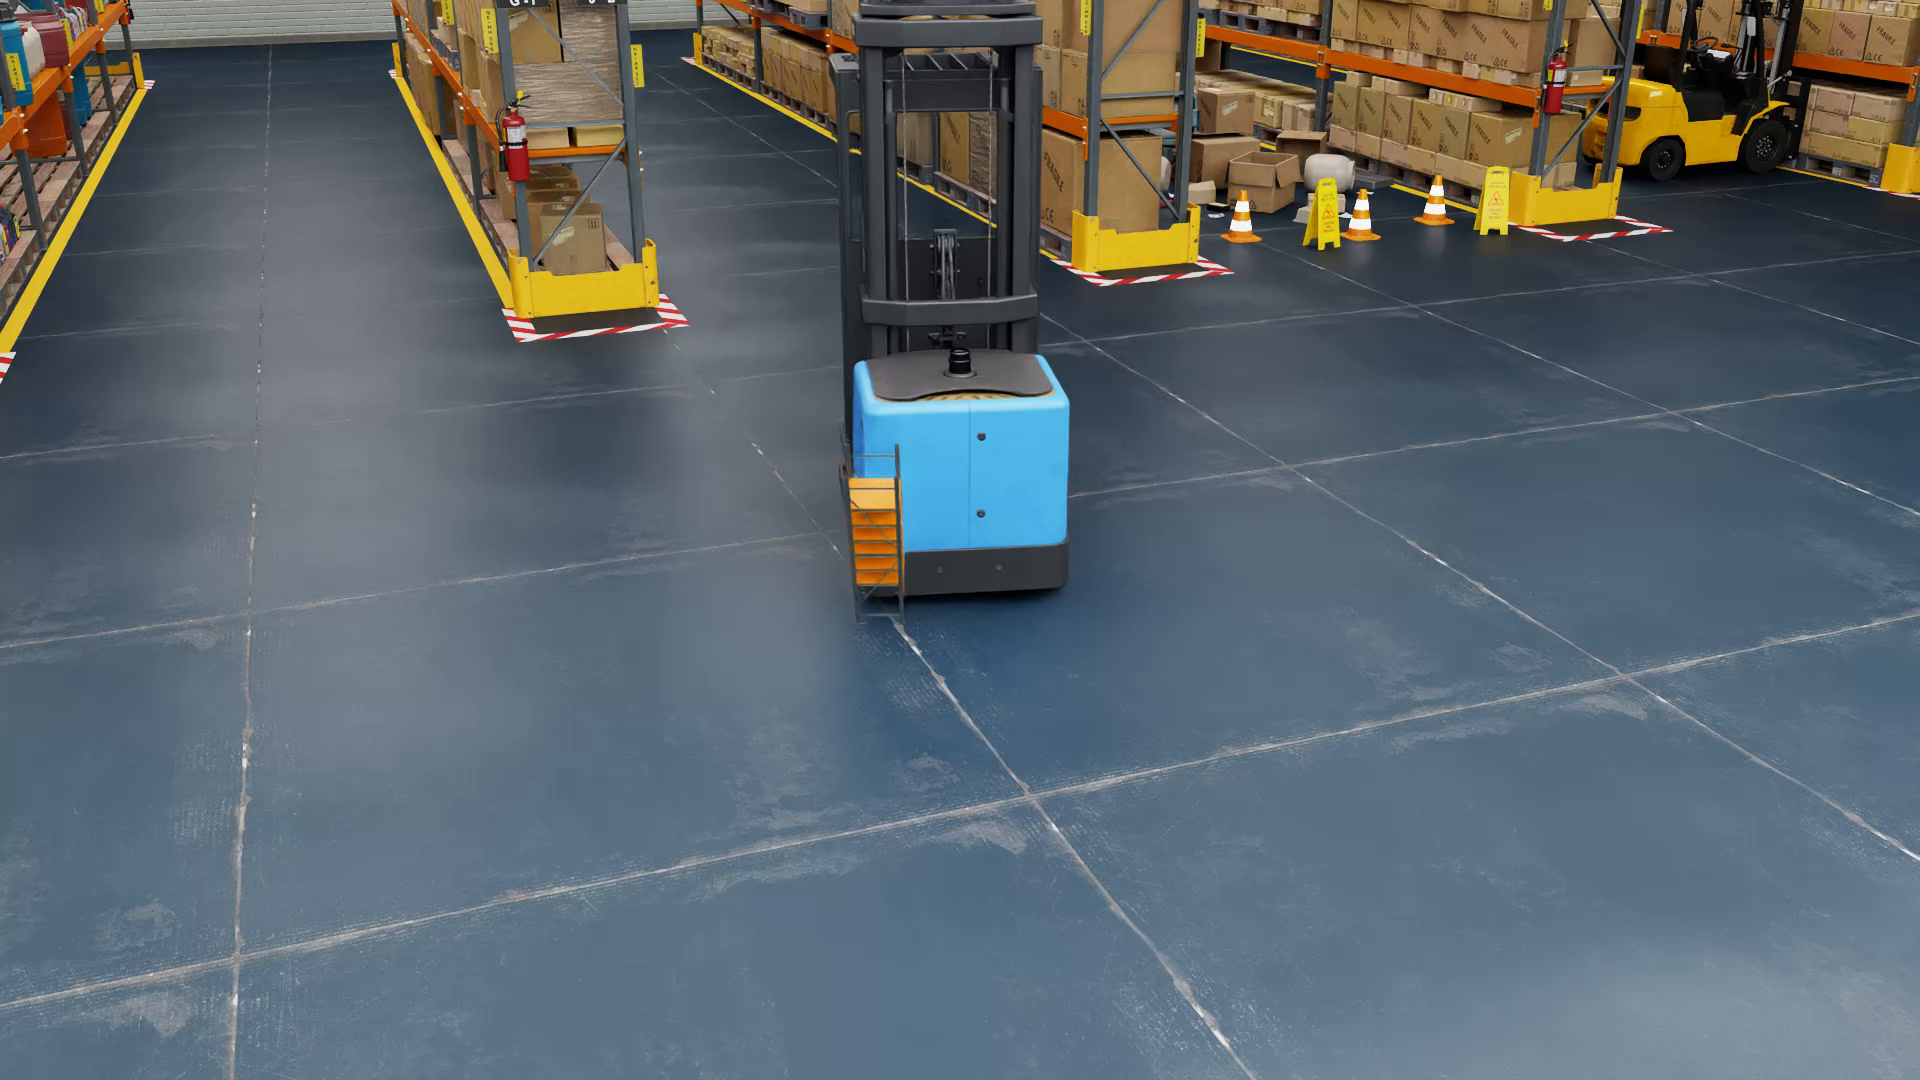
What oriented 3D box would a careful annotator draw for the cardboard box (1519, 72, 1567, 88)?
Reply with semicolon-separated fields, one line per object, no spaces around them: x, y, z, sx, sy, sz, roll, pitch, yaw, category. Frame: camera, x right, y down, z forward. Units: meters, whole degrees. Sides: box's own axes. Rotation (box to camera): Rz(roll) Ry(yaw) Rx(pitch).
5.861;-4.642;16.726;0.380;0.149;0.250;-8;24;-17;cardboard box

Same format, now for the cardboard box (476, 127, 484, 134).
-4.838;-4.198;18.001;0.700;0.500;0.500;-8;24;-19;cardboard box

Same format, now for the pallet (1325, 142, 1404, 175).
5.051;-4.581;19.847;1.003;0.211;1.213;-8;24;-19;pallet

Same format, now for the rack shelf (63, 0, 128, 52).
-12.657;-7.368;23.795;1.077;0.370;4.000;-8;24;-19;rack shelf

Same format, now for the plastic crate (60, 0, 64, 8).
-13.119;-7.763;23.945;0.416;0.233;0.300;-8;24;-19;plastic crate

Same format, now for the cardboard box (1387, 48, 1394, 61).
5.030;-5.467;18.682;0.380;0.149;0.250;-8;24;-19;cardboard box

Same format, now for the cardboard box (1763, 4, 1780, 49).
9.872;-6.080;19.685;0.500;0.500;0.500;-8;24;-19;cardboard box

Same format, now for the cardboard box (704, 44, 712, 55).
-4.168;-8.395;28.436;0.380;0.149;0.250;-8;24;-18;cardboard box

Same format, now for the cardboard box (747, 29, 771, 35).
-3.352;-8.467;27.841;0.380;0.149;0.250;-9;25;-21;cardboard box

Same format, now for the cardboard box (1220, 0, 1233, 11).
3.666;-7.100;22.016;0.380;0.149;0.250;-7;24;-16;cardboard box

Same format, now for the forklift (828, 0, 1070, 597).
-0.140;-1.601;9.274;1.130;2.935;3.031;-3;23;-7;forklift

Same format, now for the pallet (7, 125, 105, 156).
-11.282;-4.958;20.741;1.003;0.211;1.213;-8;24;-19;pallet

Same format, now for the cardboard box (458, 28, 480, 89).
-4.246;-4.570;15.719;0.875;0.500;0.500;-8;24;-19;cardboard box

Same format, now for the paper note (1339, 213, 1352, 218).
3.997;-3.354;17.168;0.148;0.019;0.142;-18;29;-37;paper note

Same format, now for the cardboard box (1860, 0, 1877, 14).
10.299;-5.958;18.560;0.380;0.149;0.250;-8;24;-18;cardboard box

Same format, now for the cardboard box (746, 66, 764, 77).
-3.098;-7.272;25.770;0.380;0.149;0.250;-8;24;-18;cardboard box

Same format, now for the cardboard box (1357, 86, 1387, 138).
4.936;-4.933;19.125;0.500;0.500;0.500;-7;24;-17;cardboard box

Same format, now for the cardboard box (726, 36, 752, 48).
-3.540;-8.007;26.750;0.380;0.149;0.250;-9;25;-21;cardboard box

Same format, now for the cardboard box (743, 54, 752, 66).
-3.157;-7.480;25.883;0.380;0.149;0.250;-10;25;-22;cardboard box

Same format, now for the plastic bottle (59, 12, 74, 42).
-10.930;-6.261;20.305;0.144;0.351;0.185;-8;24;-19;plastic bottle

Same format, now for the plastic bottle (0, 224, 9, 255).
-8.445;-2.666;14.558;0.144;0.351;0.185;-8;24;-19;plastic bottle

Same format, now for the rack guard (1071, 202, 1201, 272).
1.607;-2.775;15.191;1.175;0.500;0.348;-8;24;-19;rack guard

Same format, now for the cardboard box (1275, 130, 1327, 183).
3.886;-4.378;18.991;0.500;0.500;0.500;8;24;18;cardboard box

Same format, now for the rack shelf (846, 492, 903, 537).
-0.392;-0.117;7.657;0.258;0.103;0.180;0;55;-1;rack shelf

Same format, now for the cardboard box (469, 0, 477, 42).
-4.028;-4.648;14.616;0.500;0.500;0.500;-8;24;-19;cardboard box

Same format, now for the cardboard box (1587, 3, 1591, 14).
8.670;-7.232;22.740;0.500;0.250;0.500;-8;24;-19;cardboard box

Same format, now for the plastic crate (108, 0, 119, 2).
-13.070;-8.374;25.133;0.616;0.435;0.499;-8;24;-19;plastic crate

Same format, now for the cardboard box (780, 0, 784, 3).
-2.280;-7.503;22.973;0.380;0.149;0.250;-8;24;-17;cardboard box

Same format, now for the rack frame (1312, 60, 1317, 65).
6.597;-9.694;28.389;1.000;3.000;0.127;-8;24;-19;rack frame

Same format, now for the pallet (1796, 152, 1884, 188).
10.526;-4.321;19.231;1.003;0.211;1.213;-8;24;-19;pallet

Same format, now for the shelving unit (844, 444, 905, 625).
-0.393;-0.004;7.816;0.258;1.200;0.189;0;55;-1;shelving unit

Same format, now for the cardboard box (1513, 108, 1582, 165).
6.158;-4.263;17.537;0.500;0.500;0.500;-9;25;-21;cardboard box

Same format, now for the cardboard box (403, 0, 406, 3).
-7.718;-7.845;23.810;0.500;0.250;0.500;-9;24;-20;cardboard box

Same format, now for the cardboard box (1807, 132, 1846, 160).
10.207;-4.570;19.230;0.500;0.250;0.500;-8;24;-19;cardboard box

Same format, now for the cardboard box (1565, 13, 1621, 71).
6.286;-5.045;16.846;0.500;0.500;0.500;-9;24;-20;cardboard box

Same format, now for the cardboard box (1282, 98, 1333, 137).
4.593;-5.278;20.753;0.950;0.372;0.625;-8;24;-18;cardboard box

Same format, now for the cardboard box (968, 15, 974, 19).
0.586;-5.633;17.170;0.875;0.550;0.550;-8;24;-19;cardboard box

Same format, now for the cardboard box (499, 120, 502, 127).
-3.828;-3.703;14.498;0.380;0.149;0.250;-8;24;-19;cardboard box

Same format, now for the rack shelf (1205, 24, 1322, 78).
4.074;-6.500;21.737;1.077;0.370;4.000;-8;24;-19;rack shelf

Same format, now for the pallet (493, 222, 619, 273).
-3.786;-2.777;15.568;1.003;0.211;1.213;-8;24;-19;pallet

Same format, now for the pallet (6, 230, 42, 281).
-8.926;-2.531;14.984;1.003;0.211;1.213;-8;24;-19;pallet

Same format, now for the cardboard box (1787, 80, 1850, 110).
10.008;-5.213;19.467;0.500;0.250;0.500;-8;24;-18;cardboard box

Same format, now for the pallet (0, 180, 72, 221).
-9.873;-3.505;17.294;1.003;0.211;1.213;-8;24;-19;pallet

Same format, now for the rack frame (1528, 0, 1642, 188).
6.193;-4.652;16.425;1.000;3.000;0.127;-8;24;-19;rack frame

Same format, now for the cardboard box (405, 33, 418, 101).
-7.072;-6.637;23.329;1.225;0.875;0.875;-8;24;-19;cardboard box

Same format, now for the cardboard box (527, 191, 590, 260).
-3.526;-2.775;14.650;0.500;0.500;0.500;-2;23;-5;cardboard box

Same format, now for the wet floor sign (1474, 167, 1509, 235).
5.260;-3.351;16.370;0.267;0.644;0.232;0;23;-1;wet floor sign

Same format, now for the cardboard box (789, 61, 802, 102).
-2.087;-6.467;23.408;0.500;0.500;0.500;-9;25;-21;cardboard box

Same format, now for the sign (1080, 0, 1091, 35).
1.086;-4.509;14.290;0.100;0.325;0.005;-8;24;-19;sign

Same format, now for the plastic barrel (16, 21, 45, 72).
-9.974;-5.226;17.644;0.421;0.512;0.421;0;23;0;plastic barrel

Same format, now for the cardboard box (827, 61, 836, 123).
-1.097;-5.766;21.424;1.050;0.750;0.750;-9;24;-20;cardboard box

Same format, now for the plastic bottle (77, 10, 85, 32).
-11.380;-6.684;21.406;0.152;0.276;0.135;-8;24;-19;plastic bottle
